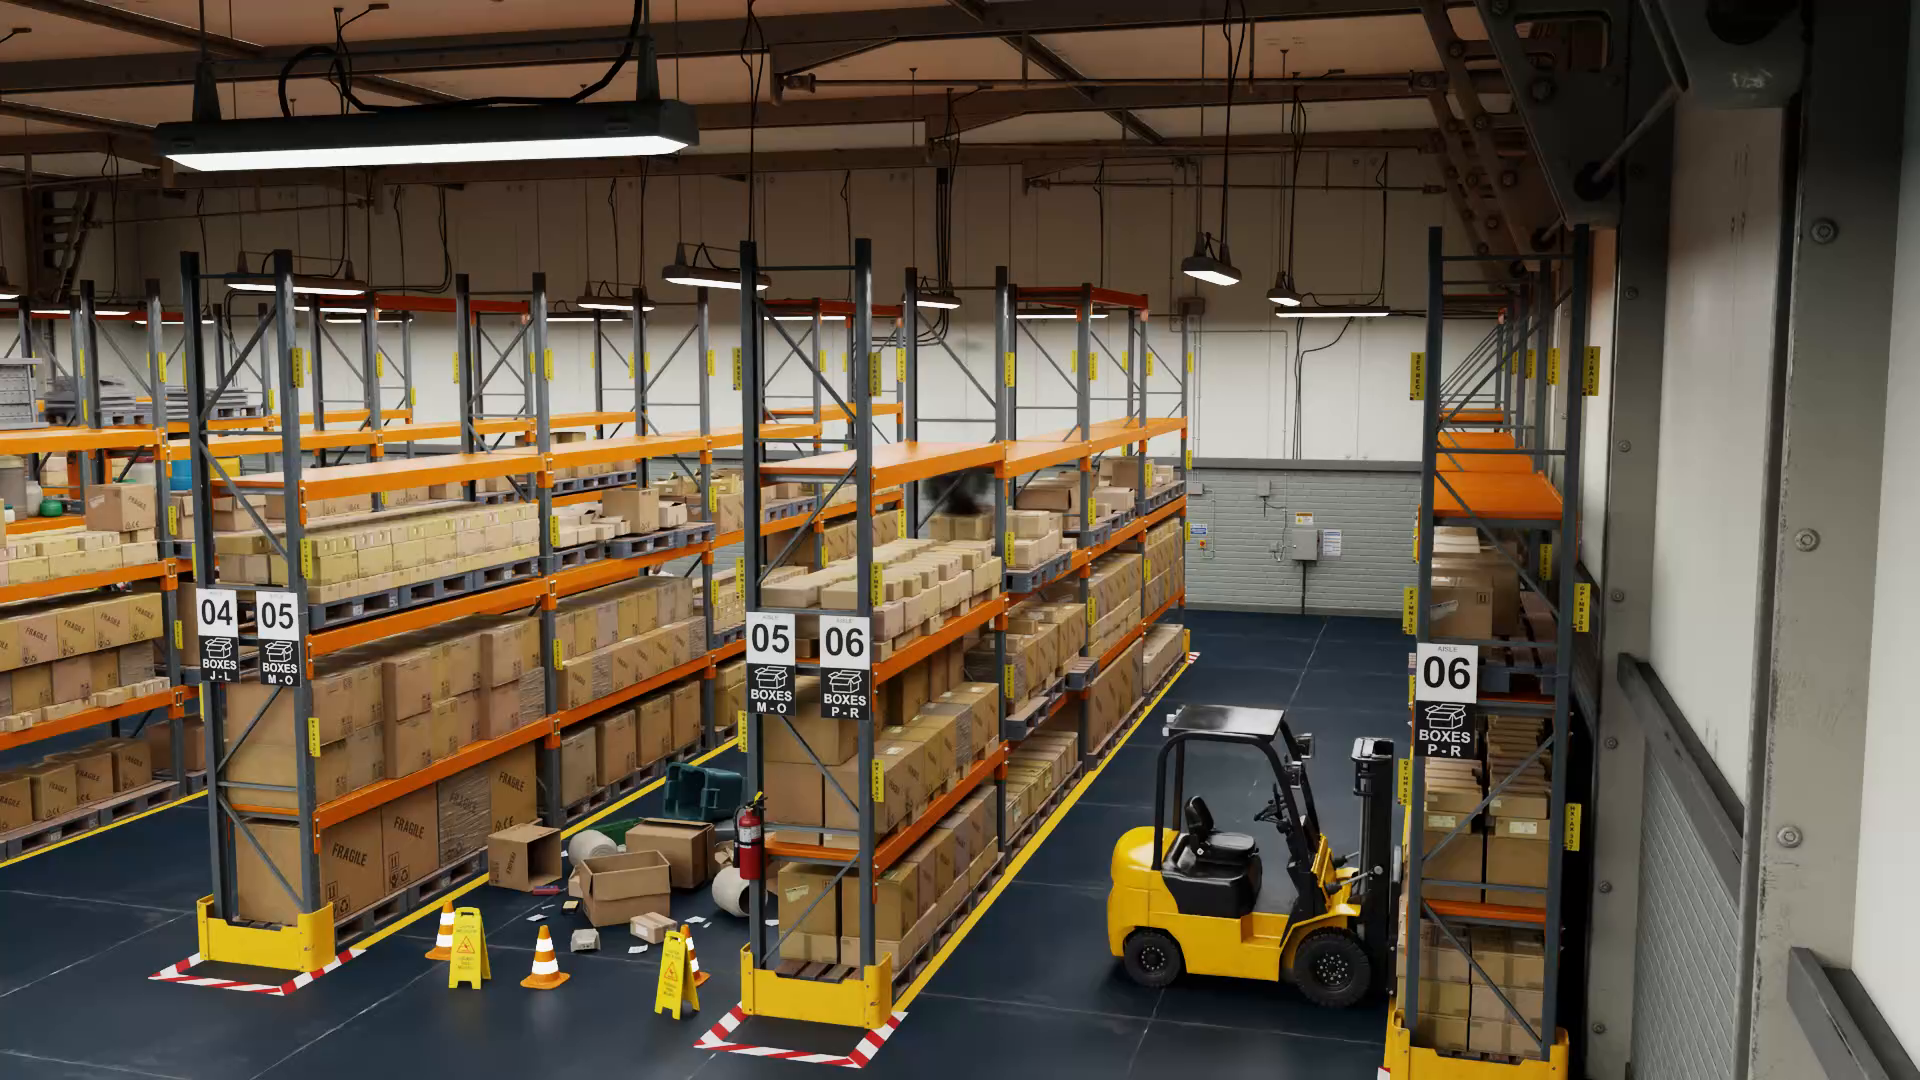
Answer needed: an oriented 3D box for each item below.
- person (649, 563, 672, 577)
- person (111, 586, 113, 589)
[{"bbox_3d":[-5.134,1.140,28.239,0.657,1.791,0.909,1,6,8],"label":"person"},{"bbox_3d":[-14.381,1.227,27.945,0.618,1.684,0.761,2,7,14],"label":"person"}]
